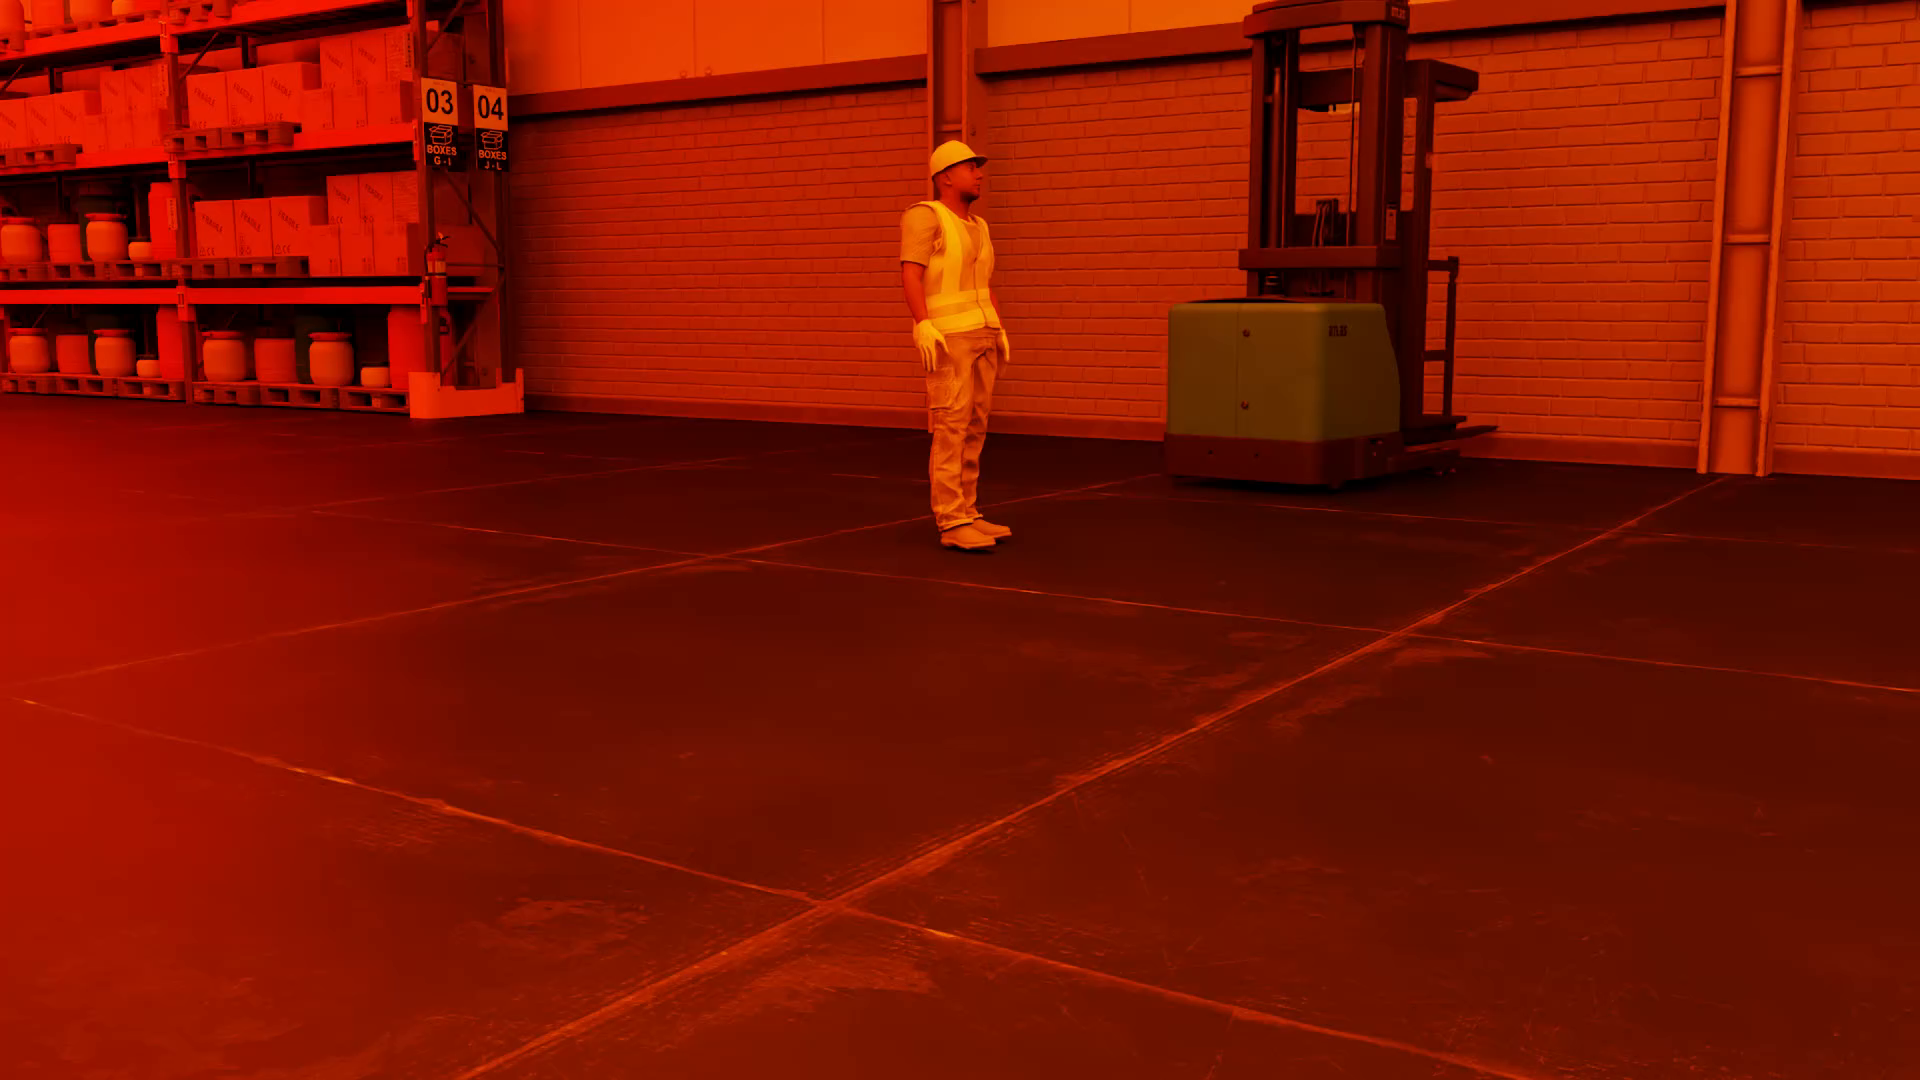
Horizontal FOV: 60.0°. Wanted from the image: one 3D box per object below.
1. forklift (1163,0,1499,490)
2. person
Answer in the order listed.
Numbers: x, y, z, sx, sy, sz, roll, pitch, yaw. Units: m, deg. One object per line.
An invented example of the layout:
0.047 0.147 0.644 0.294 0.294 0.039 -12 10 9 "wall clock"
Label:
2.535 -1.890 10.487 1.130 2.935 3.031 7 10 39 "forklift"
0.056 -0.883 7.431 0.575 1.784 0.656 5 10 34 "person"
